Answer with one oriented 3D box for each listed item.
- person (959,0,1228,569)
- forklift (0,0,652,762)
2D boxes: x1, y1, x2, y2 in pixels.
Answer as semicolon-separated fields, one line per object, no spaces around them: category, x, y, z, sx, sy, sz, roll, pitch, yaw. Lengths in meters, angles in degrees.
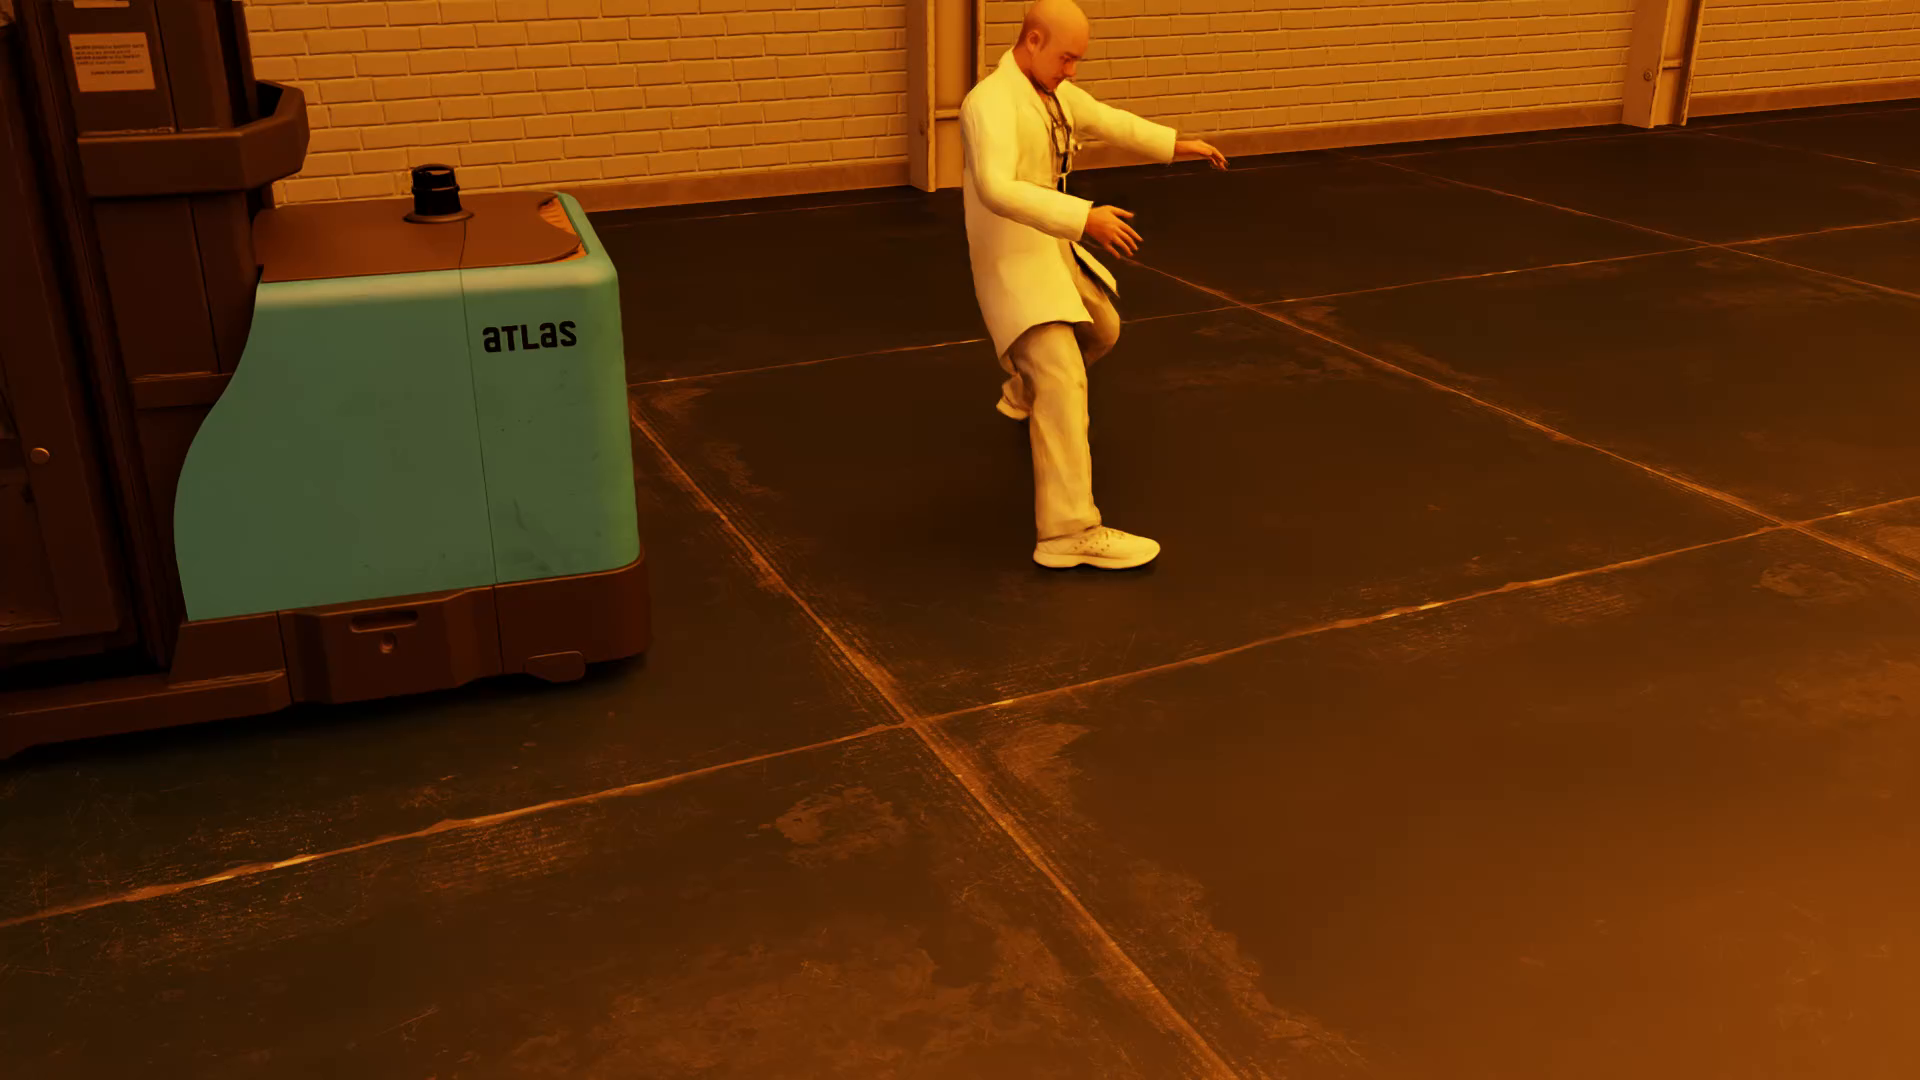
person;0.387;-0.895;5.228;0.888;1.559;1.364;9;24;21
forklift;-2.371;-1.011;3.719;3.031;2.935;1.130;-7;24;-16
